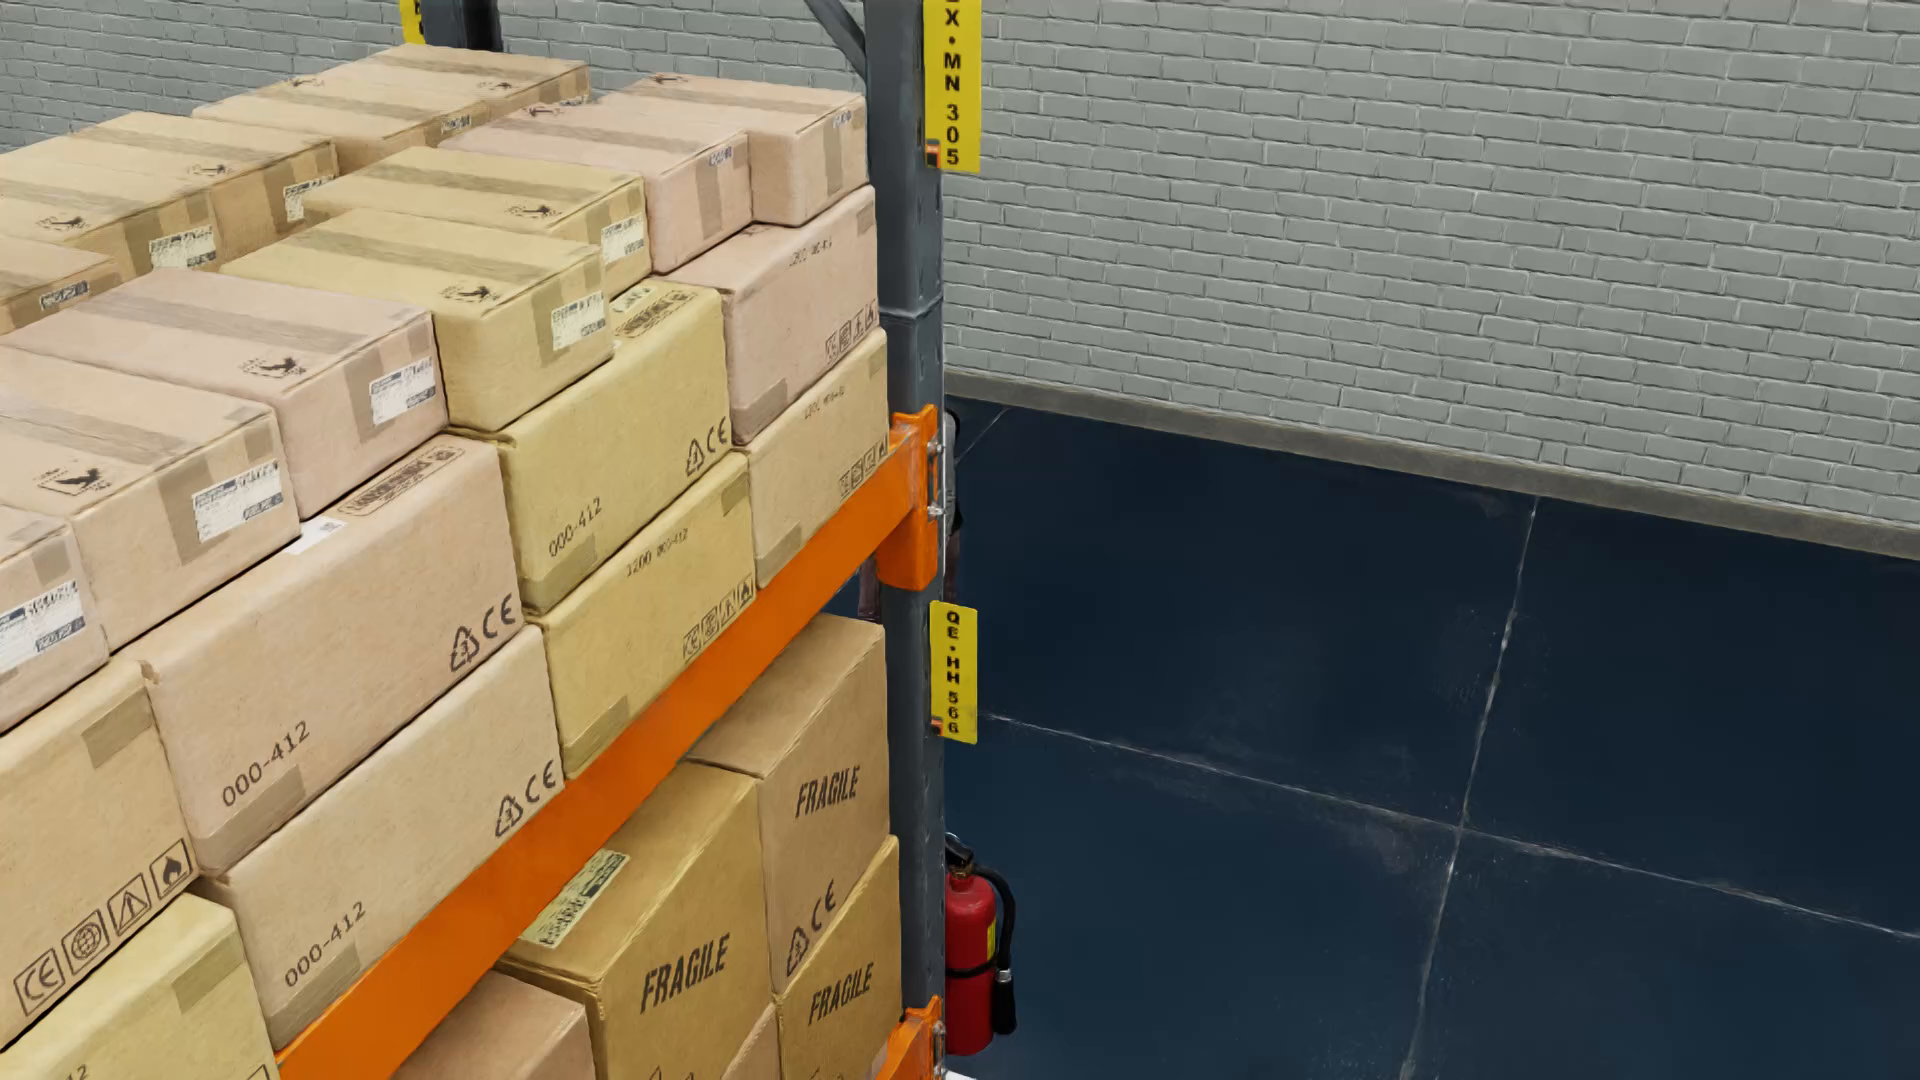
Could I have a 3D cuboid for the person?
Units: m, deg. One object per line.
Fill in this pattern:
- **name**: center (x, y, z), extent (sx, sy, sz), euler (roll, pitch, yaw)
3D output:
- **person**: center (-0.241, -0.013, 6.668), extent (0.596, 1.723, 0.538), euler (-22, 36, -33)
